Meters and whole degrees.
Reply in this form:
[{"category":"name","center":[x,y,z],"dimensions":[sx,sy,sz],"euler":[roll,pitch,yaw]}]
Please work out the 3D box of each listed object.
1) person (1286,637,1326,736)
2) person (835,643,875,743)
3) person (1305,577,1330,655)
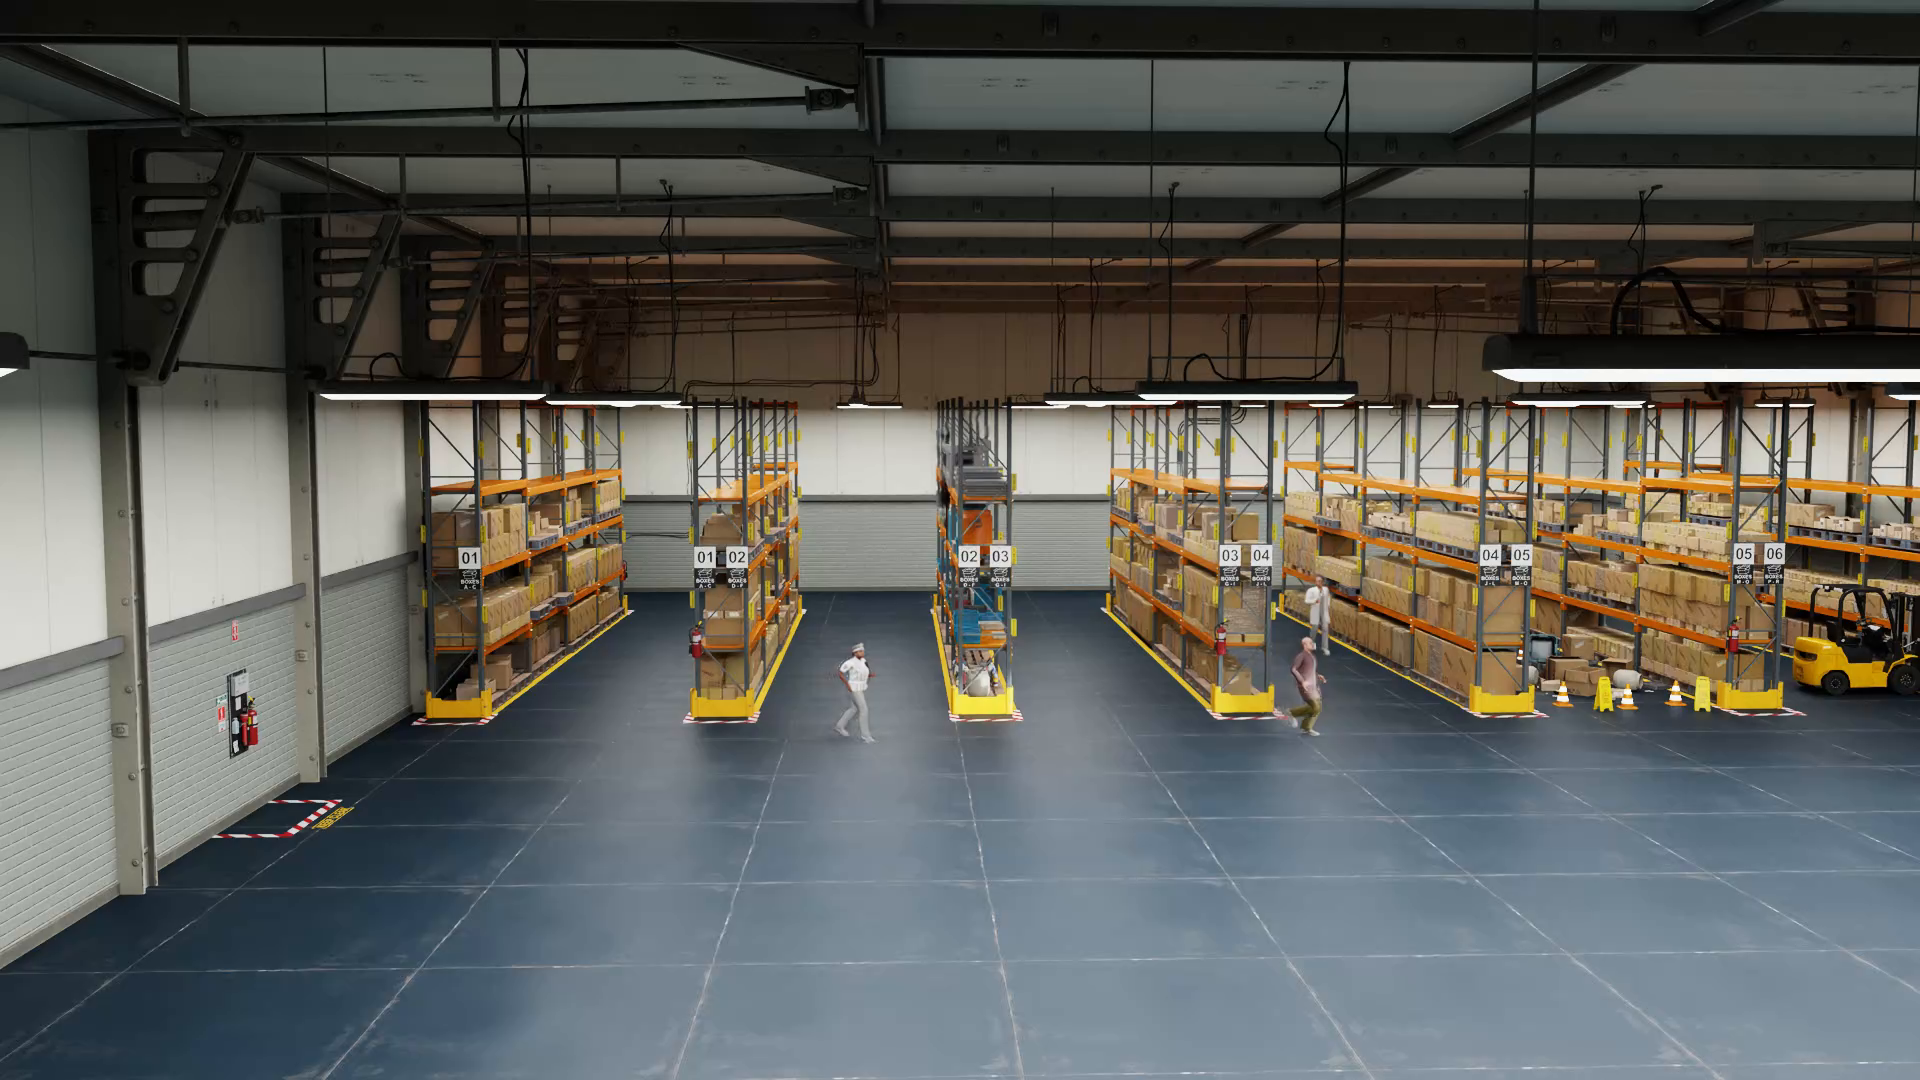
[{"category":"person","center":[6.136,2.587,29.477],"dimensions":[0.641,1.731,0.720],"euler":[3,5,34]},{"category":"person","center":[-1.801,2.647,28.955],"dimensions":[0.811,1.745,0.556],"euler":[2,5,25]},{"category":"person","center":[8.493,1.770,39.386],"dimensions":[0.701,1.808,0.986],"euler":[-1,4,-7]}]
